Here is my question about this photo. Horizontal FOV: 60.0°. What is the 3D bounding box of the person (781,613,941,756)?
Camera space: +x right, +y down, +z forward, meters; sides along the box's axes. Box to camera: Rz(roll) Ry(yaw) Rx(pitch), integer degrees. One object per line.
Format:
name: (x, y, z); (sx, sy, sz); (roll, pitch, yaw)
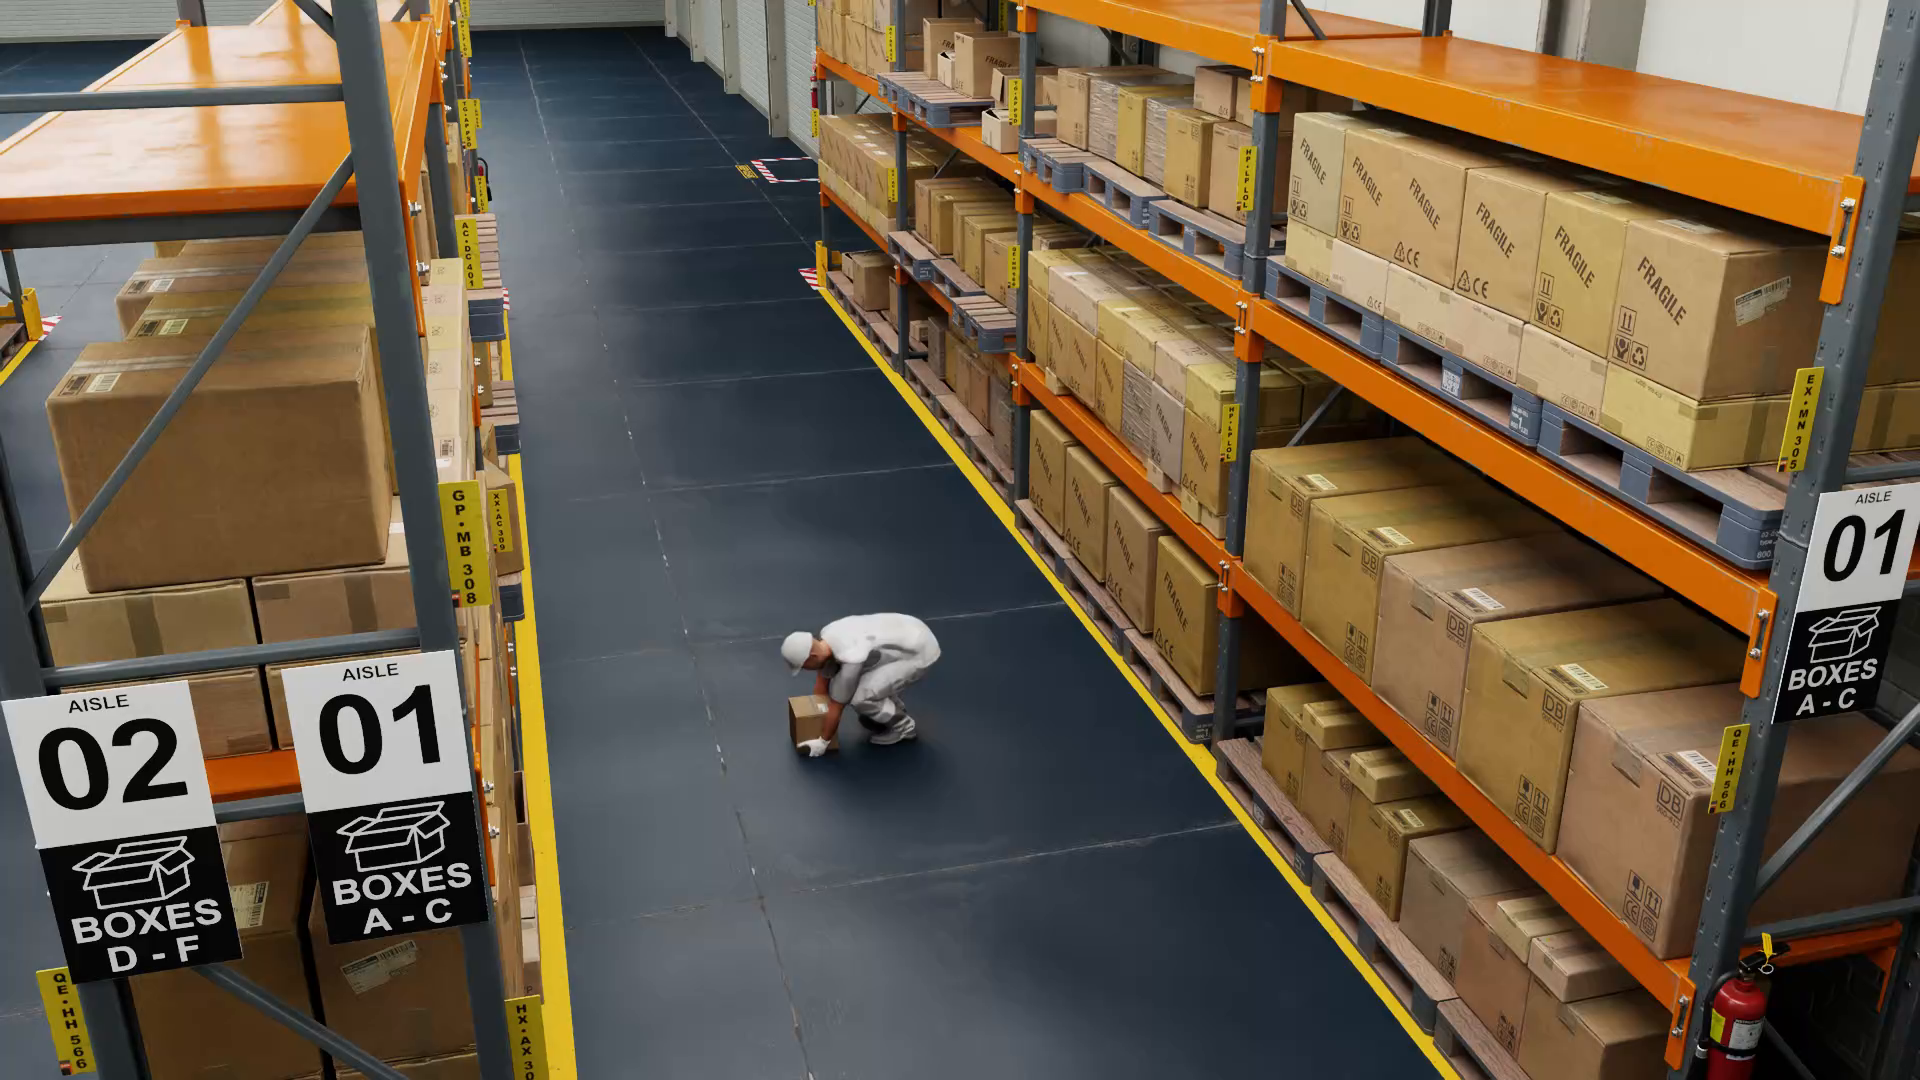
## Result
person: (-0.594, 0.841, 9.975); (0.958, 0.799, 0.524); (-7, 24, -16)
